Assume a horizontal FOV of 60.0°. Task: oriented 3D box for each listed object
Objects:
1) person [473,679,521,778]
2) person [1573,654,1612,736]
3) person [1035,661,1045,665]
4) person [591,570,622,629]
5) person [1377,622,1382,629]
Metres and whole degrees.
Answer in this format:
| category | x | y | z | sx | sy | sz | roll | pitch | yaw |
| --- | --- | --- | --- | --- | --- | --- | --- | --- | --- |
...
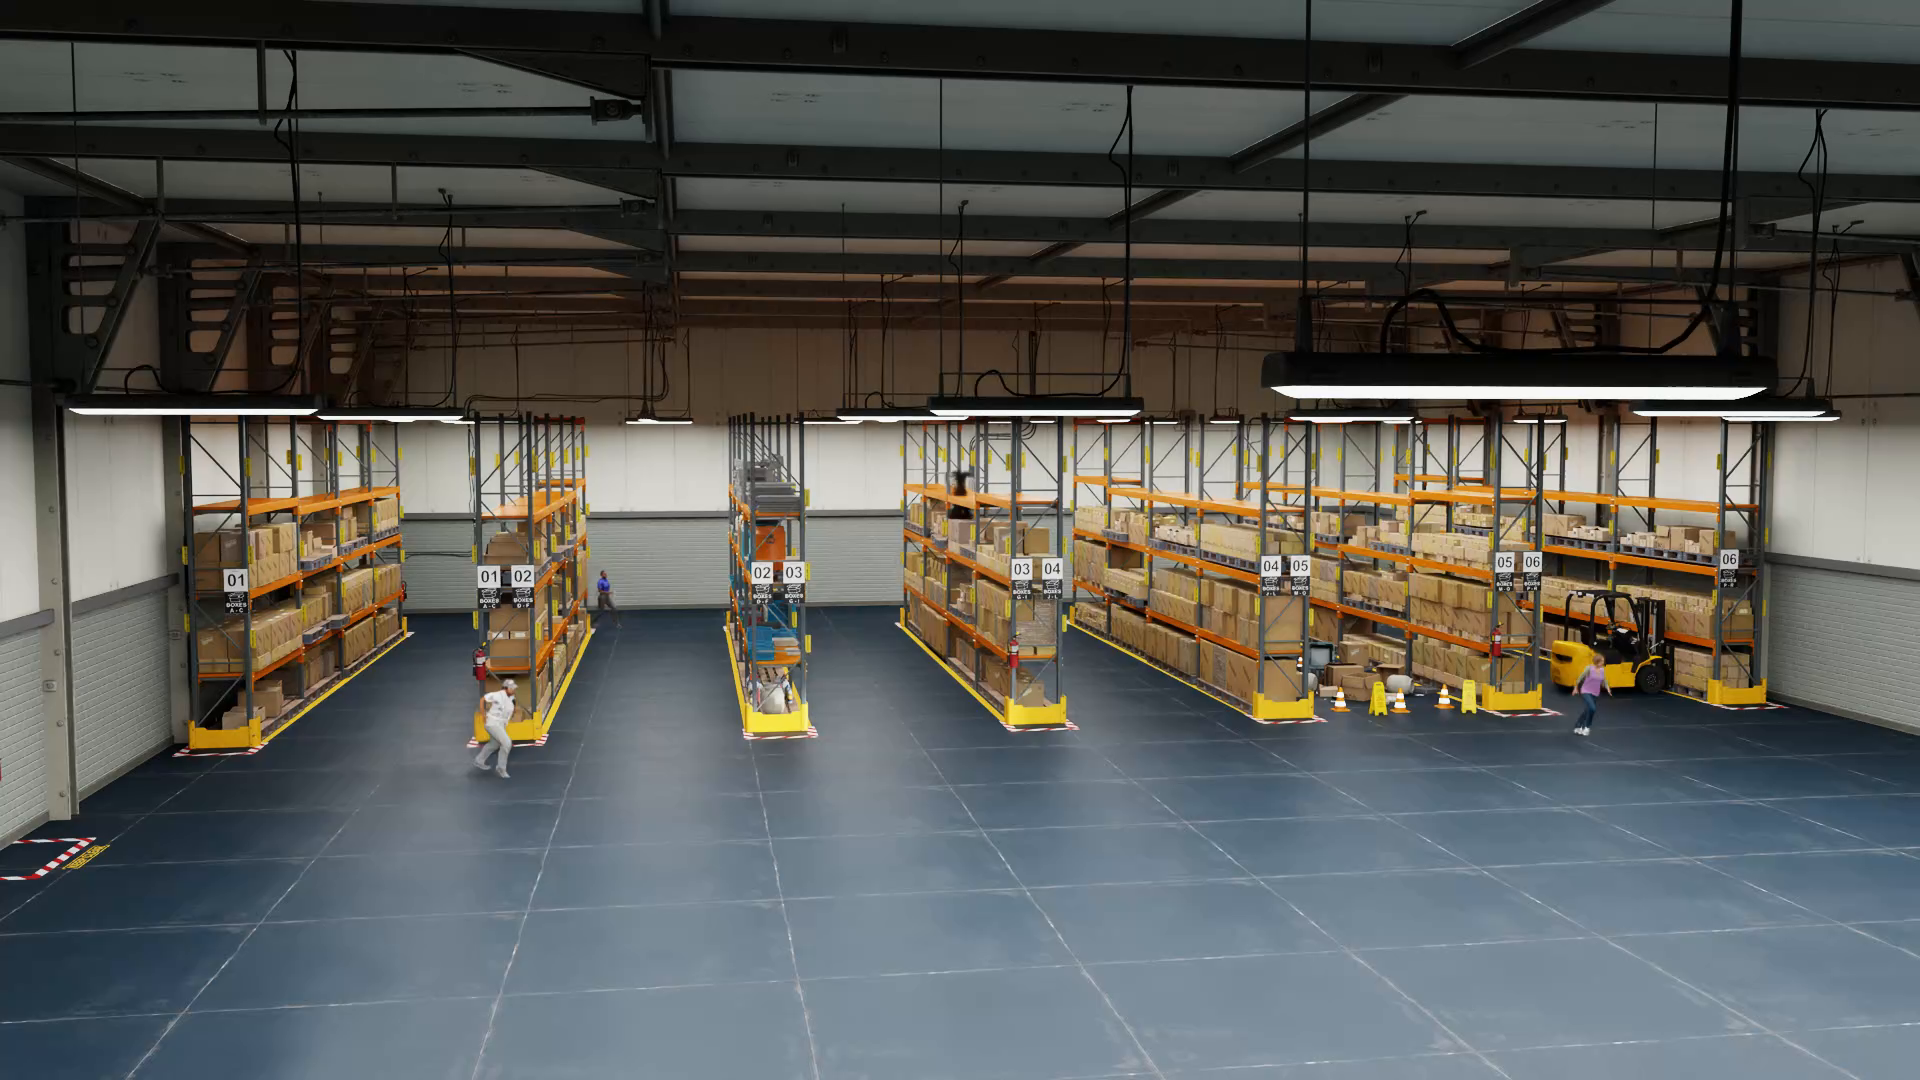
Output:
| category | x | y | z | sx | sy | sz | roll | pitch | yaw |
| --- | --- | --- | --- | --- | --- | --- | --- | --- | --- |
| person | -7.631 | 3.086 | 27.318 | 0.909 | 1.636 | 0.641 | 1 | 4 | 19 |
| person | 11.679 | 2.851 | 30.743 | 0.502 | 1.533 | 0.737 | -1 | 4 | -20 |
| person | 1.997 | 2.125 | 39.974 | 0.670 | 1.753 | 0.690 | -1 | 4 | -14 |
| person | -10.103 | 1.700 | 47.237 | 0.865 | 1.673 | 0.578 | 2 | 4 | 22 |
| person | 11.613 | 1.727 | 46.954 | 0.608 | 1.641 | 0.718 | -3 | 5 | -35 |
